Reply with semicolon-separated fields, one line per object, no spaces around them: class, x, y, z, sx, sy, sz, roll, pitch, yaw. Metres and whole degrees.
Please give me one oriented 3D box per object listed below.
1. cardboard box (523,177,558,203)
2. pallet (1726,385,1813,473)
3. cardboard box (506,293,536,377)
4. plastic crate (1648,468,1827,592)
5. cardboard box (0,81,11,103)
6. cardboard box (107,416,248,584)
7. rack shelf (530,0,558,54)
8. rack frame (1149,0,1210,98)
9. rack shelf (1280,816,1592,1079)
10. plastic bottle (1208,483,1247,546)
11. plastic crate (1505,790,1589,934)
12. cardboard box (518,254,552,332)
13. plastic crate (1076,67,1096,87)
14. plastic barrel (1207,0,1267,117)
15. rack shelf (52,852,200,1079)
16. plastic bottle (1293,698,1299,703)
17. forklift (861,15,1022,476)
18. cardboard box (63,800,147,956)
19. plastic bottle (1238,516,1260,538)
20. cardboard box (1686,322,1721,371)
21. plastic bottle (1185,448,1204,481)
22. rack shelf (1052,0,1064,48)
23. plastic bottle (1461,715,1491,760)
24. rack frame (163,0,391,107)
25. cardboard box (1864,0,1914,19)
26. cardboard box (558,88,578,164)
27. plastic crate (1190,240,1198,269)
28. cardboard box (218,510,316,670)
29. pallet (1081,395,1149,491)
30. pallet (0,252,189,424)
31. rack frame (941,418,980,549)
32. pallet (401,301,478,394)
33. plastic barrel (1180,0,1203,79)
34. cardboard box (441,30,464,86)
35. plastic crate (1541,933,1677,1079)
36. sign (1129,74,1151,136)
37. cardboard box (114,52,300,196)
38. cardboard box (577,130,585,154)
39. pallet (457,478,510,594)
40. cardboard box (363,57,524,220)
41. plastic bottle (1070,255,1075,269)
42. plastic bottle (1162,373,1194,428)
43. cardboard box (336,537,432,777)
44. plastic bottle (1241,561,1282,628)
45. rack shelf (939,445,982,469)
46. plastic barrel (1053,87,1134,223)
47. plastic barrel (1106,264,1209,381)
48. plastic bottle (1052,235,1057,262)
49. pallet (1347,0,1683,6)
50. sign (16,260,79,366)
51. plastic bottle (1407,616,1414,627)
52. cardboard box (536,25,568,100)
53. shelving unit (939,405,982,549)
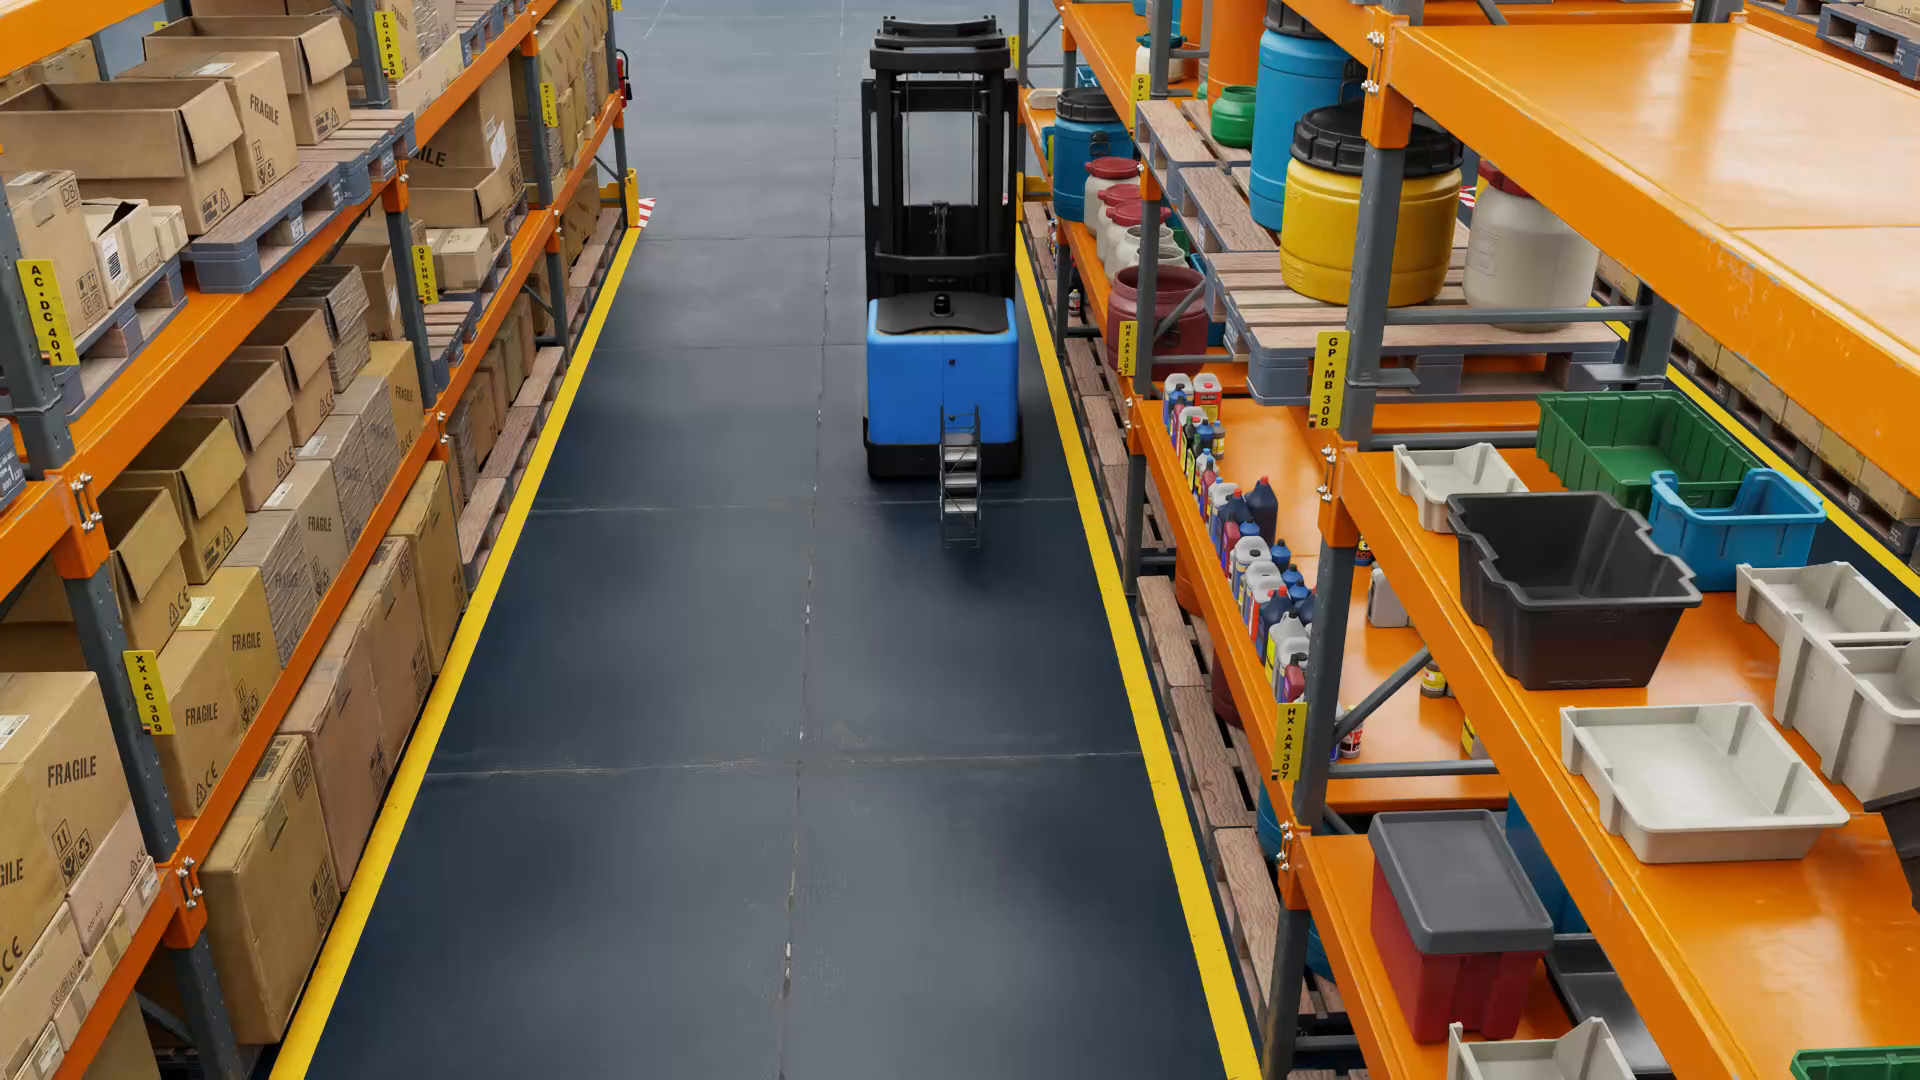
cardboard box;-3.370;-2.749;13.049;0.380;0.149;0.250;-1;28;-3
pallet;6.378;-0.851;12.153;1.003;0.211;1.213;-1;28;-3
cardboard box;-3.648;-1.557;12.718;0.700;0.500;0.500;-3;28;-7
plastic crate;2.071;-0.022;4.486;0.416;0.233;0.300;-1;28;-3
cardboard box;-8.738;-3.665;14.372;0.875;0.550;0.500;-1;28;-3
cardboard box;-3.307;-0.161;6.621;0.797;0.503;0.637;-1;28;-2
rack shelf;-3.763;-4.688;14.030;1.077;0.370;4.000;-1;28;-3
rack frame;1.496;-3.686;8.087;1.000;3.000;0.127;-1;28;-3
rack shelf;1.809;2.064;4.328;1.077;0.370;4.000;-1;28;-3
plastic bottle;1.268;-0.123;7.877;0.152;0.276;0.135;-1;28;-3
plastic crate;2.070;1.009;5.524;0.392;0.384;0.575;-1;28;-3
cardboard box;-3.640;-2.017;13.623;0.500;0.500;0.500;-2;28;-4
plastic crate;1.403;-4.431;16.163;0.499;0.251;0.616;-1;28;-3
plastic barrel;1.523;-2.471;8.081;0.600;0.830;0.708;-1;28;-3
rack shelf;-3.137;2.183;4.098;1.077;0.370;4.000;-1;28;-3
plastic bottle;1.328;0.682;6.414;0.097;0.201;0.097;0;28;0
forklift;-0.146;-2.378;12.140;1.130;2.935;3.031;-1;28;-1
cardboard box;-2.956;1.073;5.290;0.500;0.250;0.500;-2;28;-4
plastic bottle;1.317;0.017;7.613;0.097;0.271;0.097;0;28;0
cardboard box;6.033;-1.530;12.959;0.500;0.250;0.500;-1;28;-1
plastic bottle;1.206;-0.401;8.490;0.097;0.201;0.097;0;28;0
rack shelf;1.183;-4.808;14.259;1.077;0.370;4.000;-1;28;-3
plastic bottle;2.008;0.654;6.306;0.144;0.351;0.185;-1;28;-3
rack frame;-3.450;-3.567;7.857;1.000;3.000;0.127;-1;28;-3
cardboard box;6.273;-3.557;10.790;0.500;0.250;0.500;-4;28;-7
cardboard box;-3.612;-3.371;13.540;0.875;0.500;0.500;-1;28;-3
plastic crate;1.717;-1.808;10.904;0.402;0.464;0.583;-1;28;-3
cardboard box;-3.068;0.215;6.987;0.500;0.500;0.500;-2;28;-4
pallet;1.434;-0.711;11.884;1.003;0.211;1.213;-1;28;-3
pallet;-3.338;-0.727;5.863;0.805;0.209;1.217;-2;28;-5
rack frame;0.006;-0.348;10.445;0.240;0.900;0.006;-1;28;-3
pallet;-3.594;-1.148;9.915;1.213;0.211;1.003;-1;28;-3
plastic barrel;1.636;-3.233;9.997;0.600;0.830;0.708;-1;28;-3
cardboard box;-3.283;-2.868;9.923;0.500;0.250;0.500;-1;28;-2
plastic crate;2.032;1.427;5.003;0.437;0.125;0.590;-1;28;-3
sign;0.947;-2.293;8.773;0.100;0.325;0.005;-1;28;-3
cardboard box;-3.213;-1.791;7.134;0.500;0.500;0.500;0;28;0
cardboard box;-3.461;-3.441;14.376;0.380;0.149;0.250;-1;28;-3
pallet;-3.489;-0.031;10.581;1.003;0.211;1.213;-1;28;-3
cardboard box;-3.757;-2.836;11.841;1.000;1.000;1.000;-1;28;-2
plastic bottle;0.956;-2.273;14.253;0.144;0.351;0.185;-3;28;-5
plastic bottle;1.196;-0.764;9.105;0.152;0.276;0.135;-1;28;-3
cardboard box;-3.396;0.580;8.237;1.225;0.875;0.875;-1;28;-2
plastic bottle;1.309;0.238;7.184;0.152;0.276;0.135;-1;28;-3
rack shelf;0.000;-0.525;10.467;0.258;0.077;0.200;-1;28;-3
plastic barrel;1.005;-2.910;12.544;0.600;0.901;0.708;-1;28;-3
plastic barrel;1.169;-1.294;9.839;0.600;0.536;0.708;-1;28;-3
plastic bottle;0.885;-2.657;15.075;0.097;0.271;0.097;0;28;0
pallet;1.631;-1.959;5.412;1.003;0.211;1.213;-1;28;-3
sign;-2.687;-0.668;4.898;0.100;0.325;0.005;-1;28;-3
plastic bottle;2.013;0.225;7.208;0.152;0.276;0.135;-1;28;-3
cardboard box;-3.456;-3.818;13.316;0.500;0.500;0.500;-1;28;-3
shelving unit;0.000;-0.395;10.535;0.258;0.900;0.210;-1;28;-3
